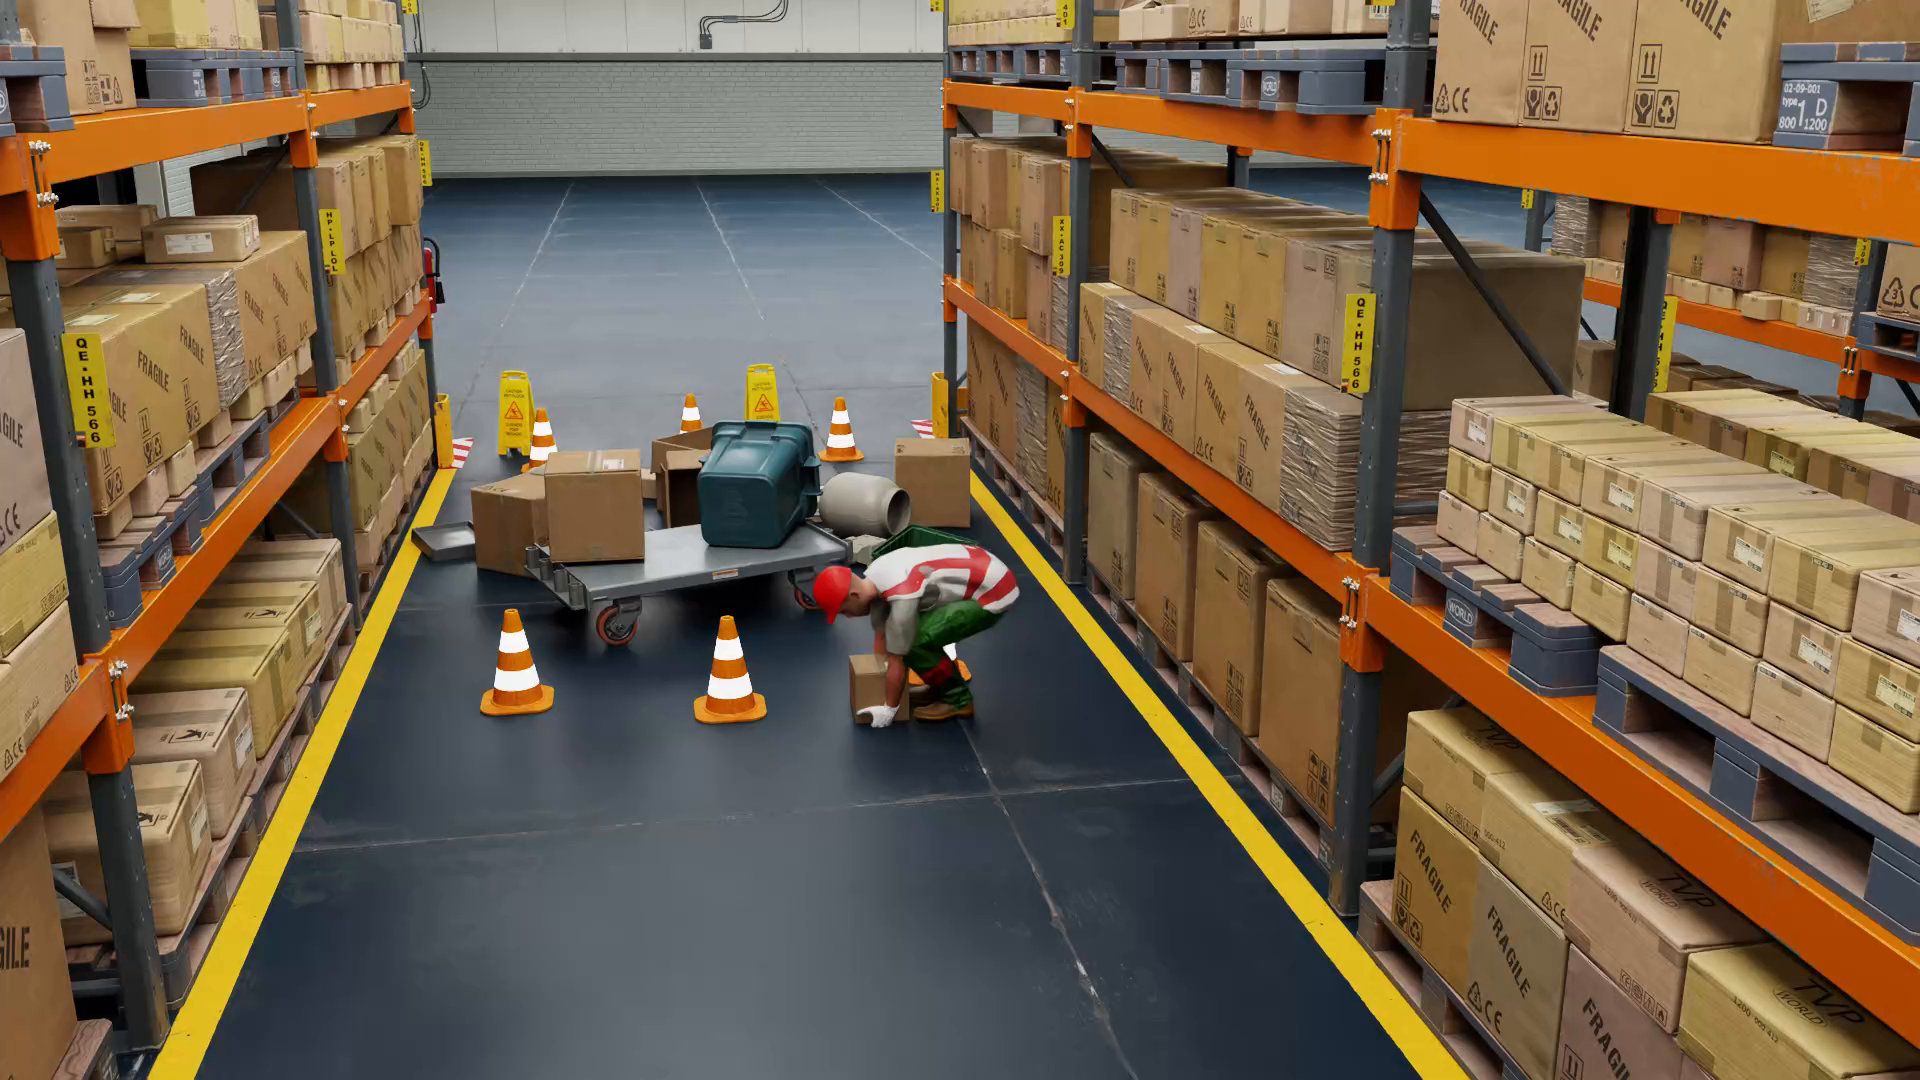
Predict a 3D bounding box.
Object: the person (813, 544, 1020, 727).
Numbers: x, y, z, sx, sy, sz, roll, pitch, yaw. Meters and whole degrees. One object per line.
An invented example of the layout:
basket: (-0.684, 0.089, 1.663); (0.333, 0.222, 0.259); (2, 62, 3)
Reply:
person: (-0.207, 0.443, 7.788); (0.962, 0.826, 0.515); (-4, 17, -12)
